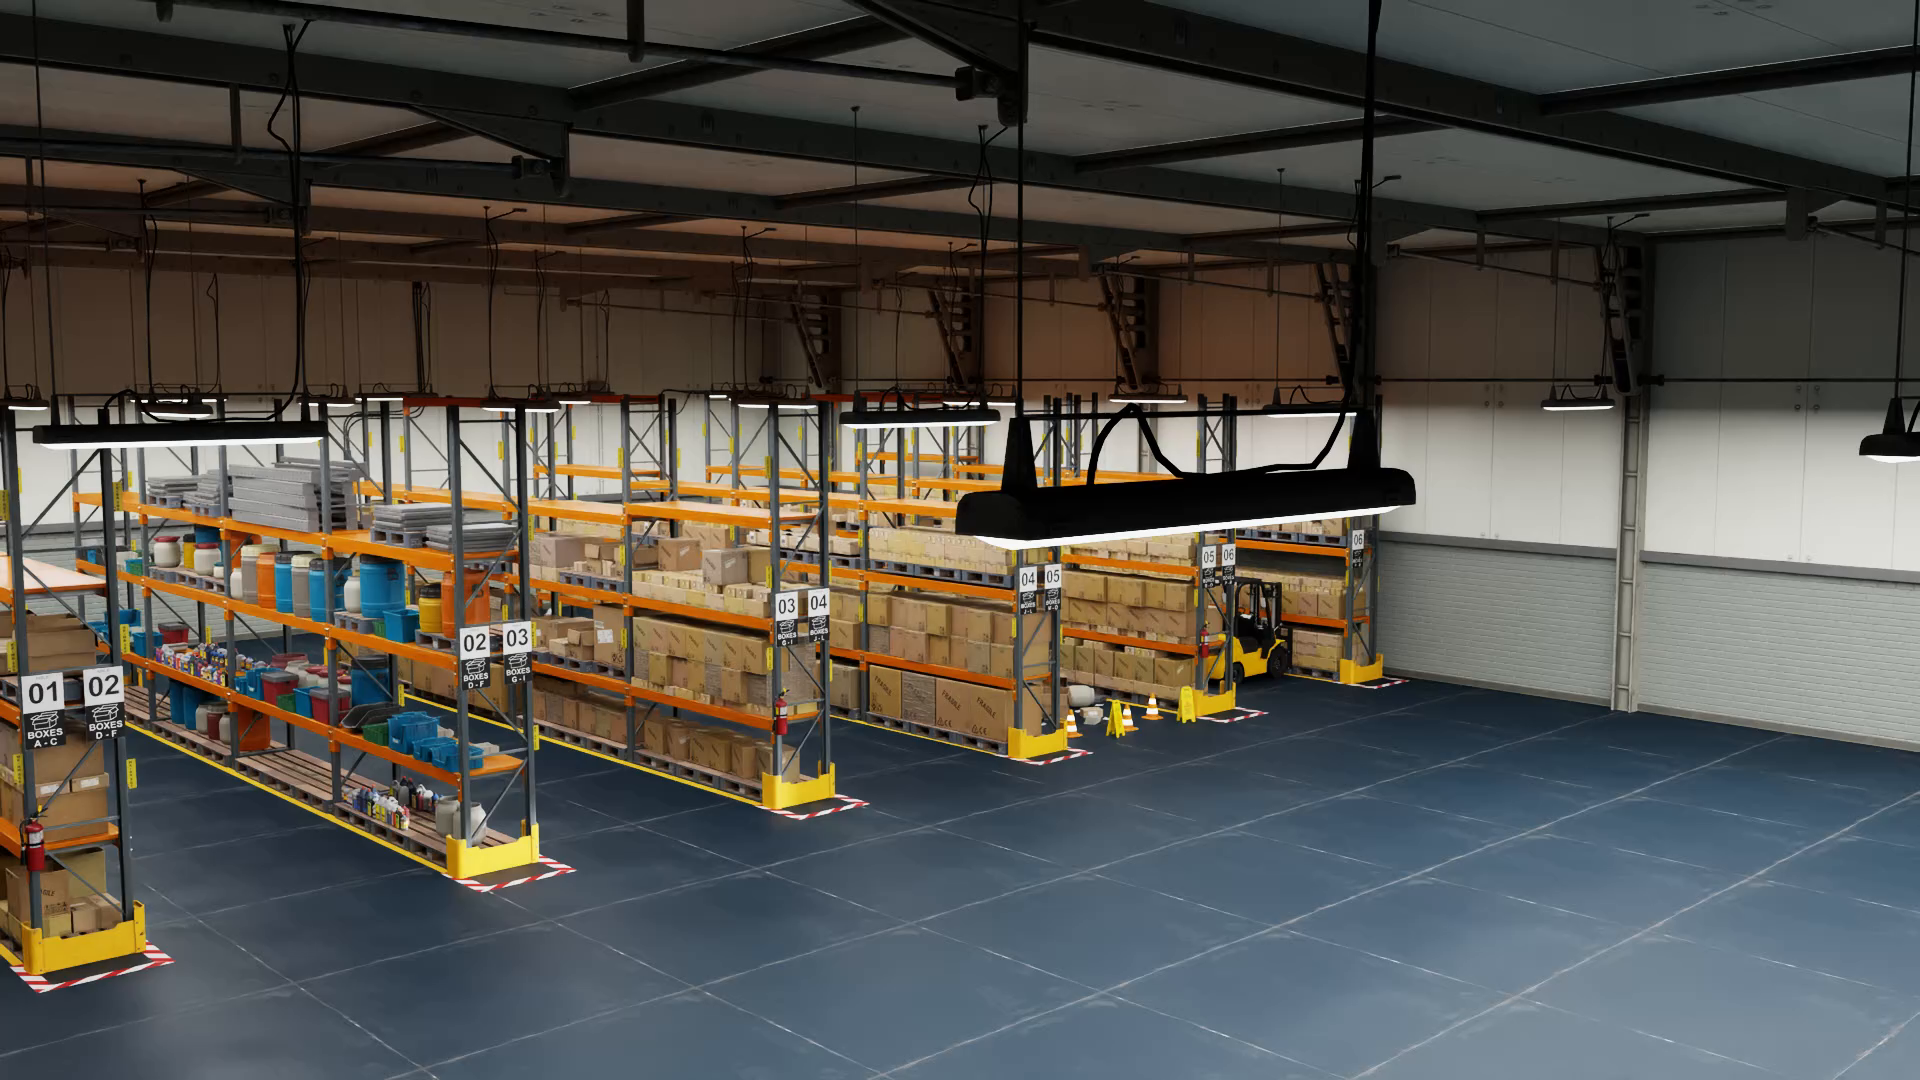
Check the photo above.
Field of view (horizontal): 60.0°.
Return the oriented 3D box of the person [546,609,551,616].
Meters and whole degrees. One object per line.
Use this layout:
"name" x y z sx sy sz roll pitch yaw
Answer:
"person" -8.428 2.218 33.944 0.628 1.682 0.640 -4 7 -33
